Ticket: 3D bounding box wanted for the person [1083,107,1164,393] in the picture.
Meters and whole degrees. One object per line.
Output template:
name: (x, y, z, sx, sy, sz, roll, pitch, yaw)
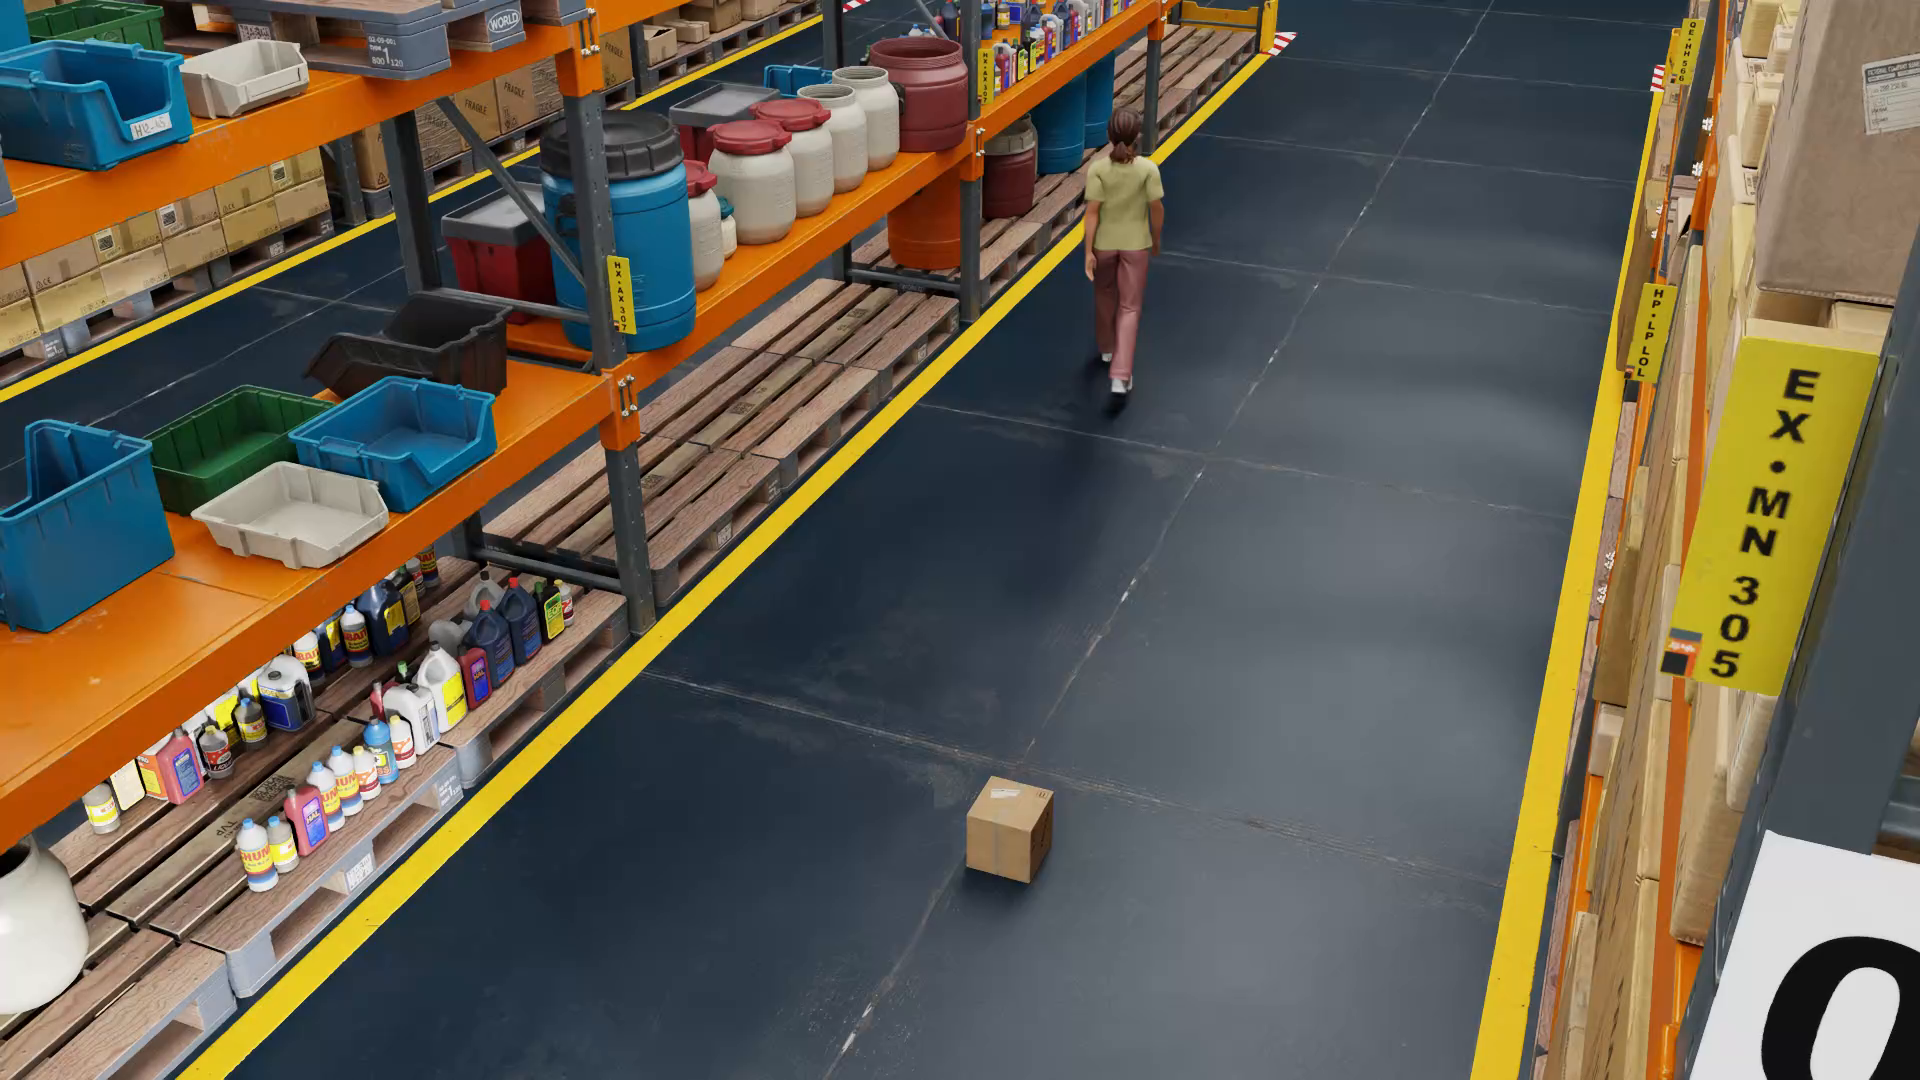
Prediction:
person: (0.940, -1.690, 9.598, 0.447, 1.621, 0.984, 5, 30, 9)
